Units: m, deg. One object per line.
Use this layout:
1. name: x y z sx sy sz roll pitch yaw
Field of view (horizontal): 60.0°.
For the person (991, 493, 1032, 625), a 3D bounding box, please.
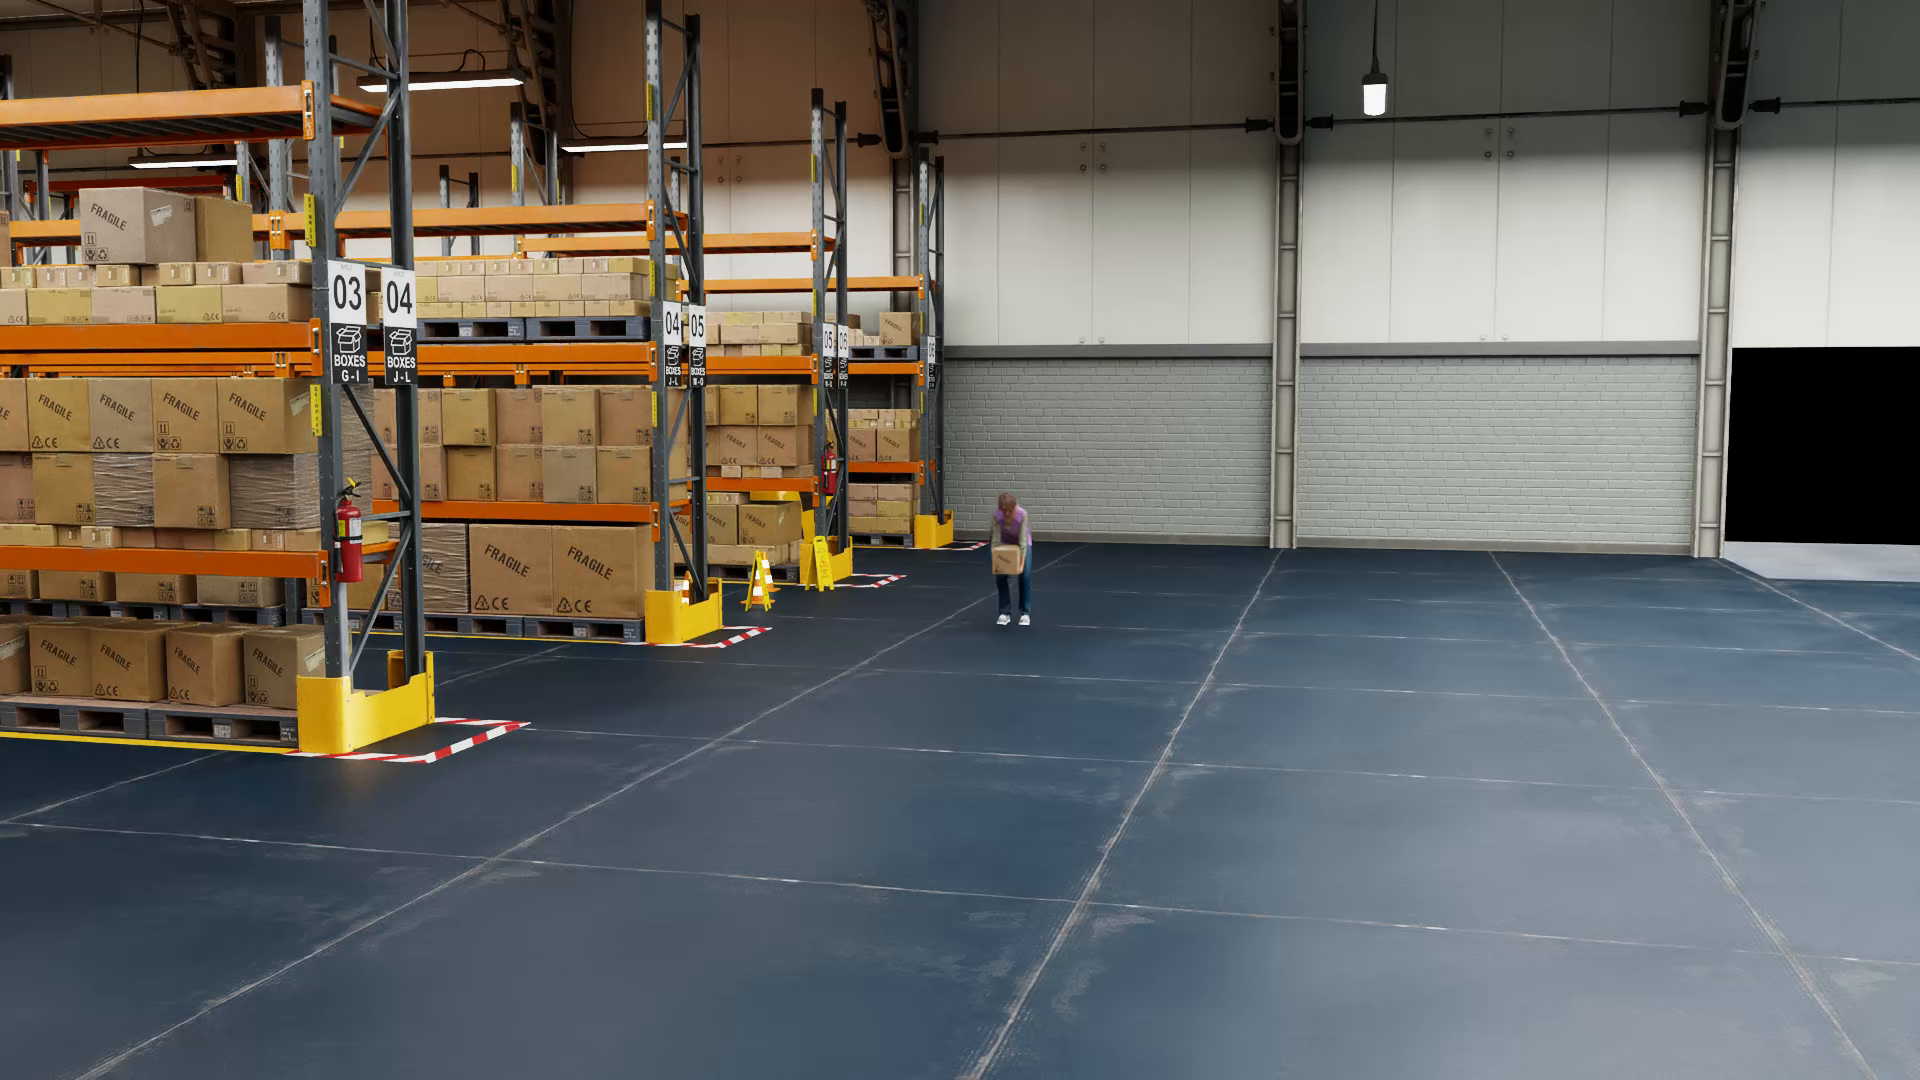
1. person: 0.512 0.194 16.748 0.377 1.370 0.737 1 5 12
